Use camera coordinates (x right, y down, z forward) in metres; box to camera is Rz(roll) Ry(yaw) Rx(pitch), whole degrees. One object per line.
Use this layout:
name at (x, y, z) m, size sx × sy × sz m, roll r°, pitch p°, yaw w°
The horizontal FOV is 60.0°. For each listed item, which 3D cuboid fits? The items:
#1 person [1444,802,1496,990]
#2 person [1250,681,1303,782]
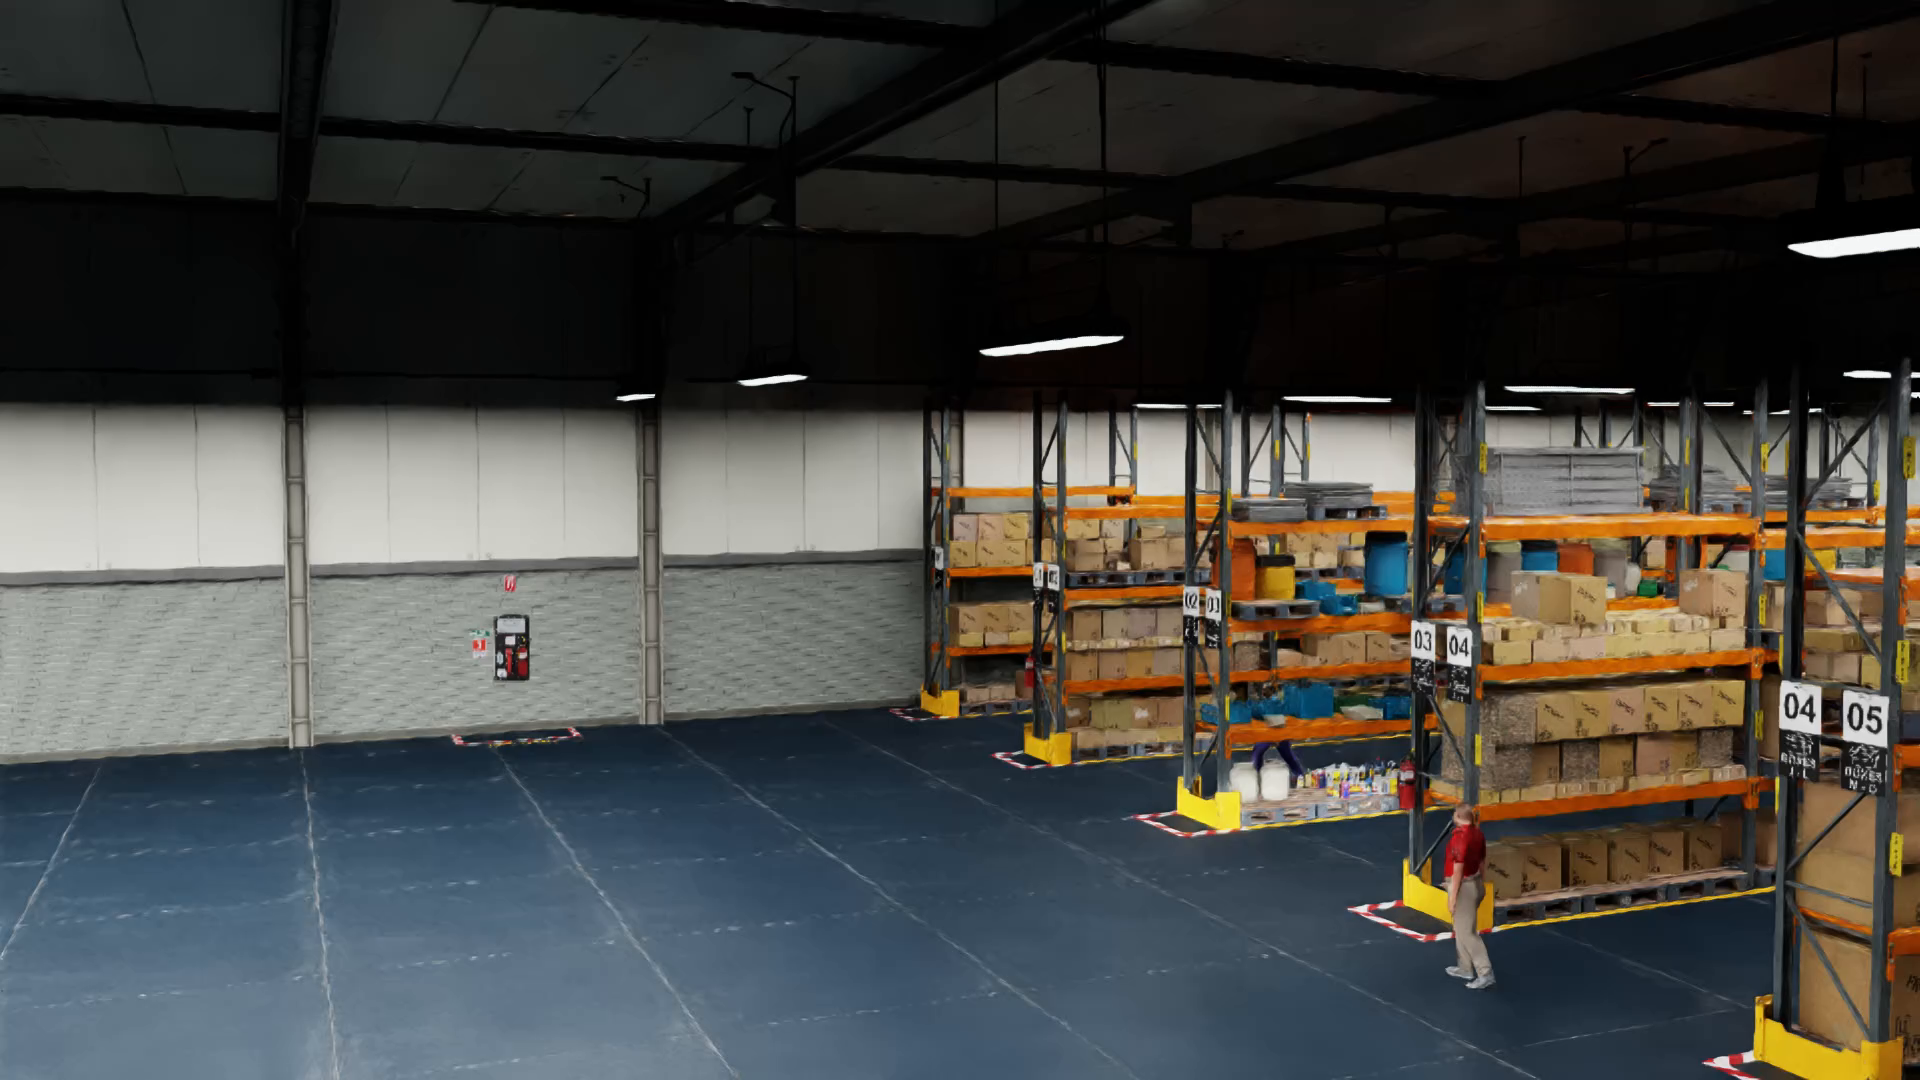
person at (4.889, 3.376, 15.912) m, size 0.569 × 1.718 × 0.656 m, roll 3°, pitch 4°, yaw 38°
person at (4.699, 2.894, 25.027) m, size 1.093 × 1.567 × 0.478 m, roll -2°, pitch 4°, yaw -25°
